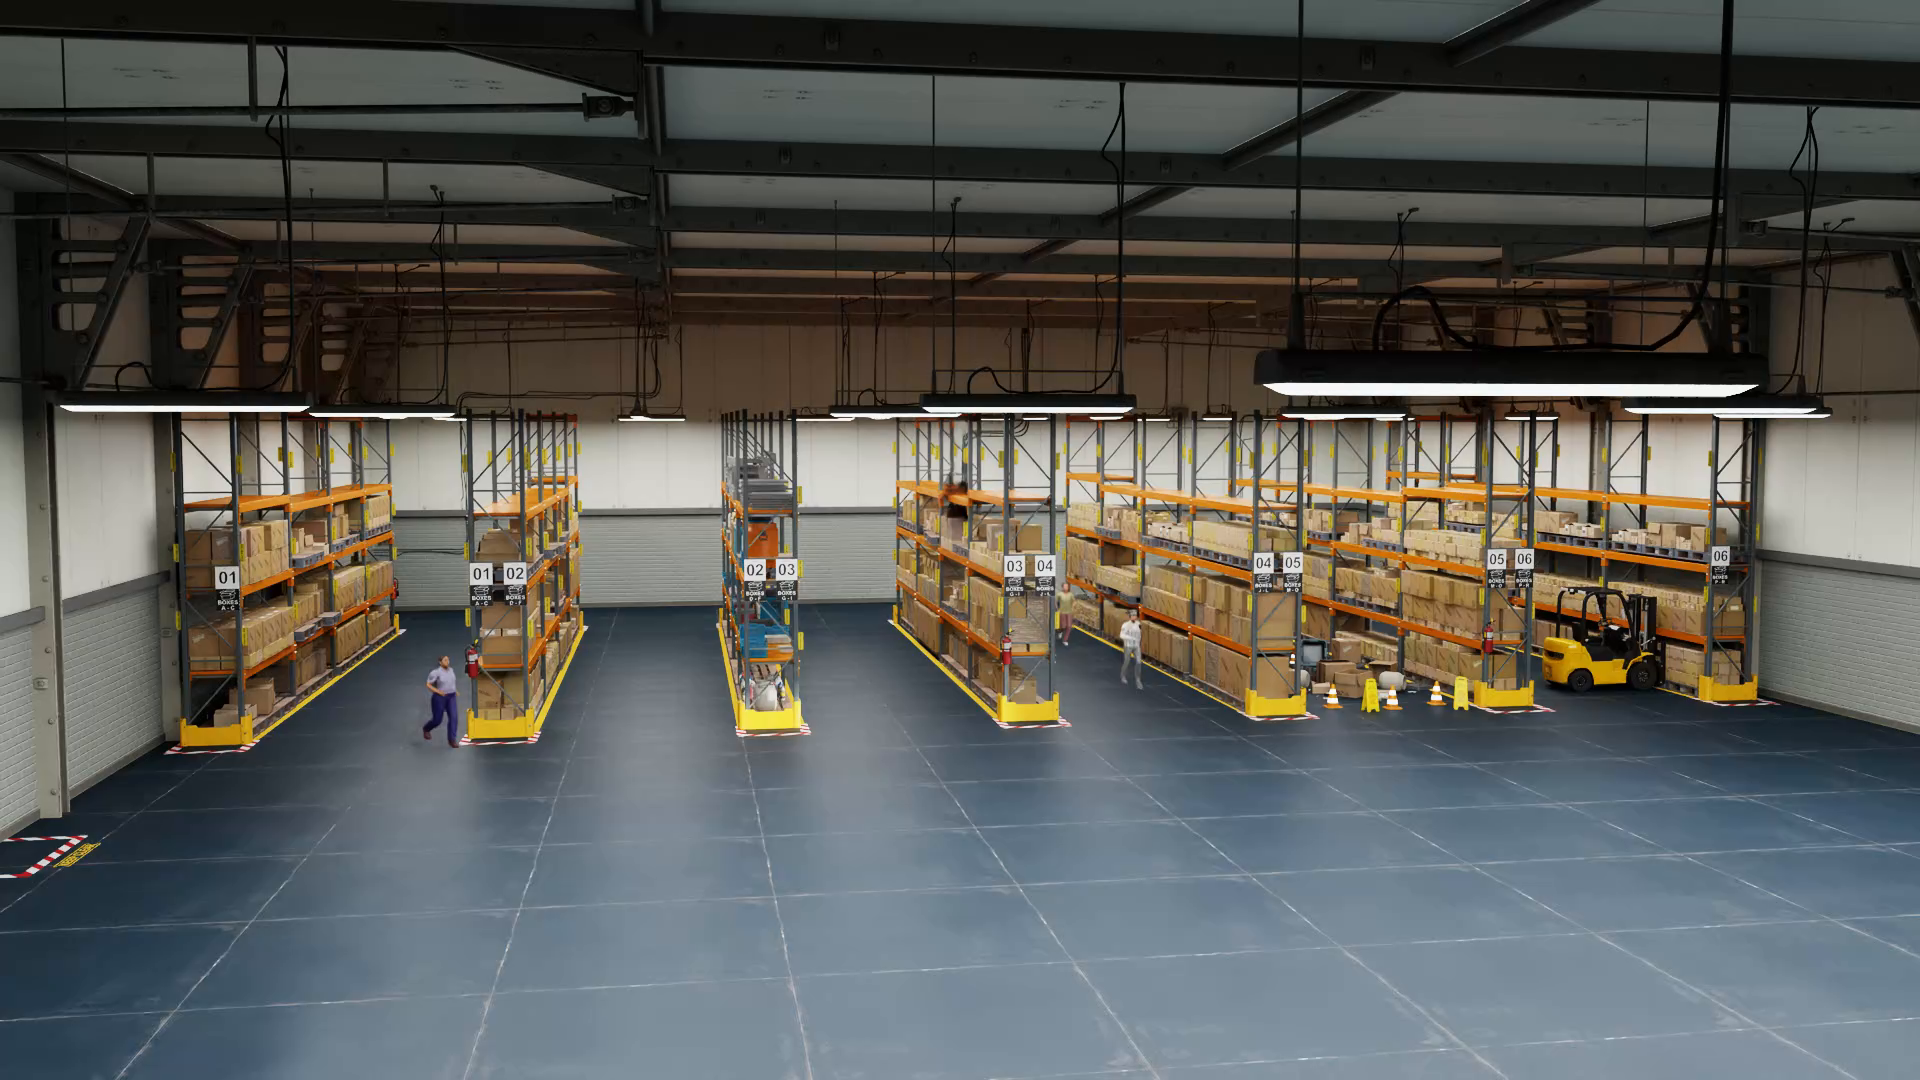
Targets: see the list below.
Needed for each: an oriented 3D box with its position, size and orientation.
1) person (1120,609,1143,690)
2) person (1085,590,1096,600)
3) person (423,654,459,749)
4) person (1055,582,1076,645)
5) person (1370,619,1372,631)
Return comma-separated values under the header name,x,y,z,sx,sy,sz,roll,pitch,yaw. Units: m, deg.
name,x,y,z,sx,sy,sz,roll,pitch,yaw
person,3.725,2.351,36.223,0.562,1.713,0.857,-1,4,-13
person,4.090,1.348,50.276,0.629,1.730,0.663,-3,5,-34
person,-9.177,2.852,29.573,0.925,1.642,0.637,3,5,39
person,2.737,1.909,43.207,0.589,1.627,0.565,-1,4,-10
person,11.036,1.725,45.414,0.560,1.753,0.761,-1,4,-14
